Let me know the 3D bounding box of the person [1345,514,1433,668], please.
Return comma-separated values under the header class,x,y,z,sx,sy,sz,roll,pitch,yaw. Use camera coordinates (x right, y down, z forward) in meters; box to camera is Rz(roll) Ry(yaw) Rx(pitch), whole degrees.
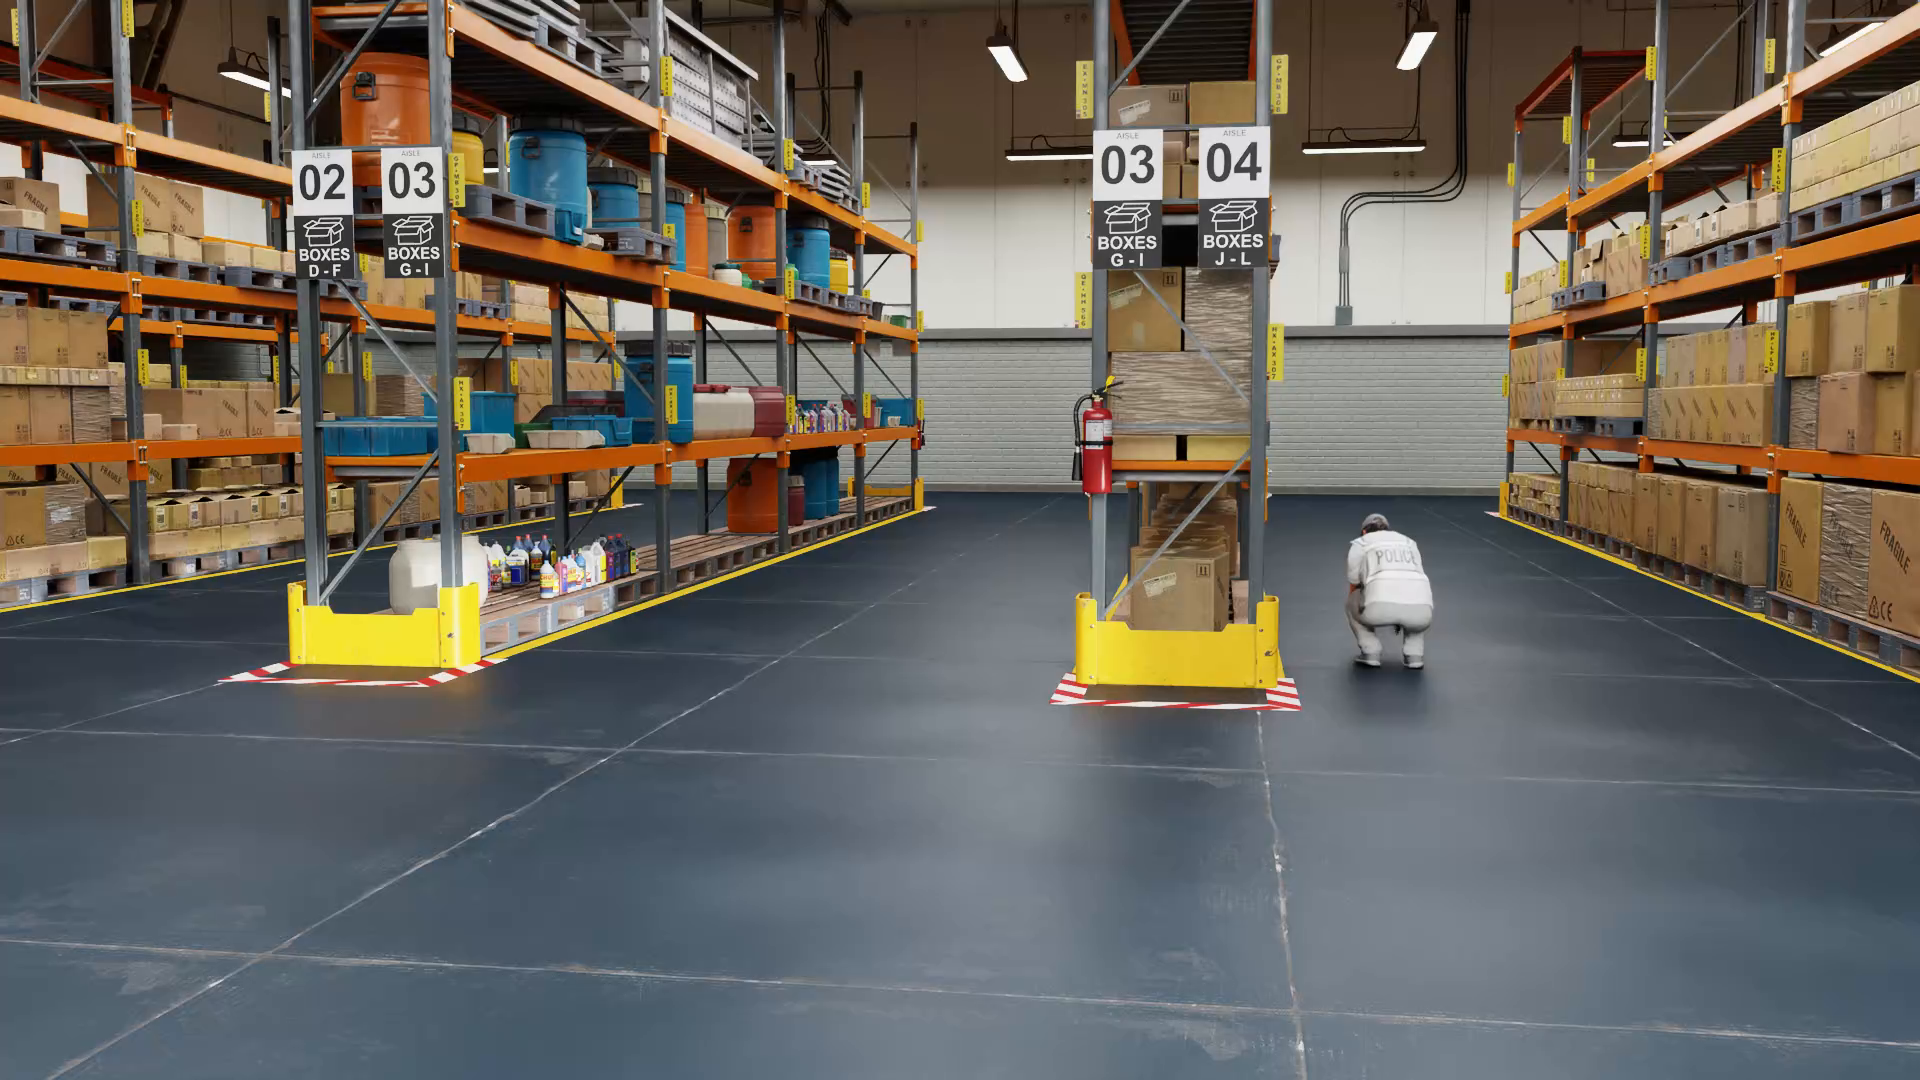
class,x,y,z,sx,sy,sz,roll,pitch,yaw
person,2.710,0.321,10.517,0.510,0.943,0.856,0,5,6
